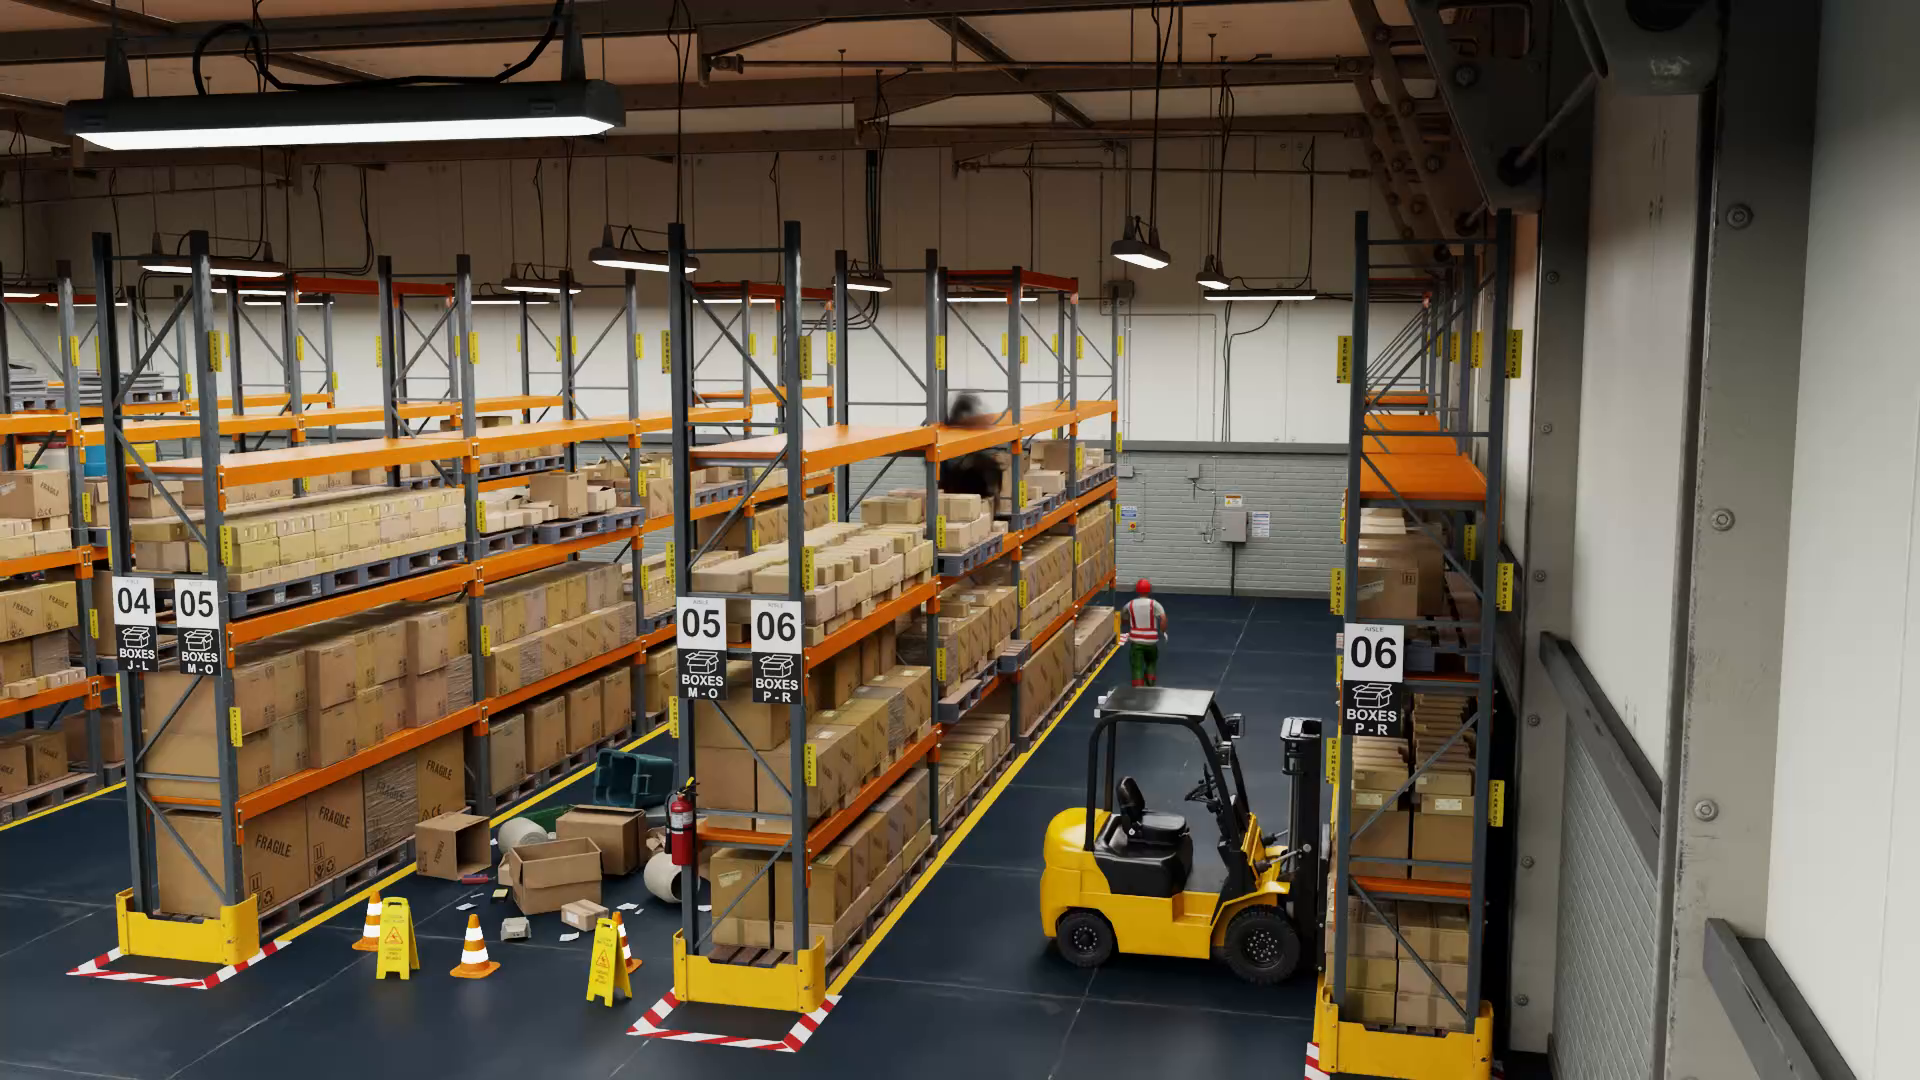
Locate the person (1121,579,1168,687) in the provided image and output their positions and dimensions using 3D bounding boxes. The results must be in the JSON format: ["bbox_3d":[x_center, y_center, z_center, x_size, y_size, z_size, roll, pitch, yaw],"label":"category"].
[{"bbox_3d":[2.566,1.458,23.171,0.644,1.846,0.776,0,7,4],"label":"person"}]
